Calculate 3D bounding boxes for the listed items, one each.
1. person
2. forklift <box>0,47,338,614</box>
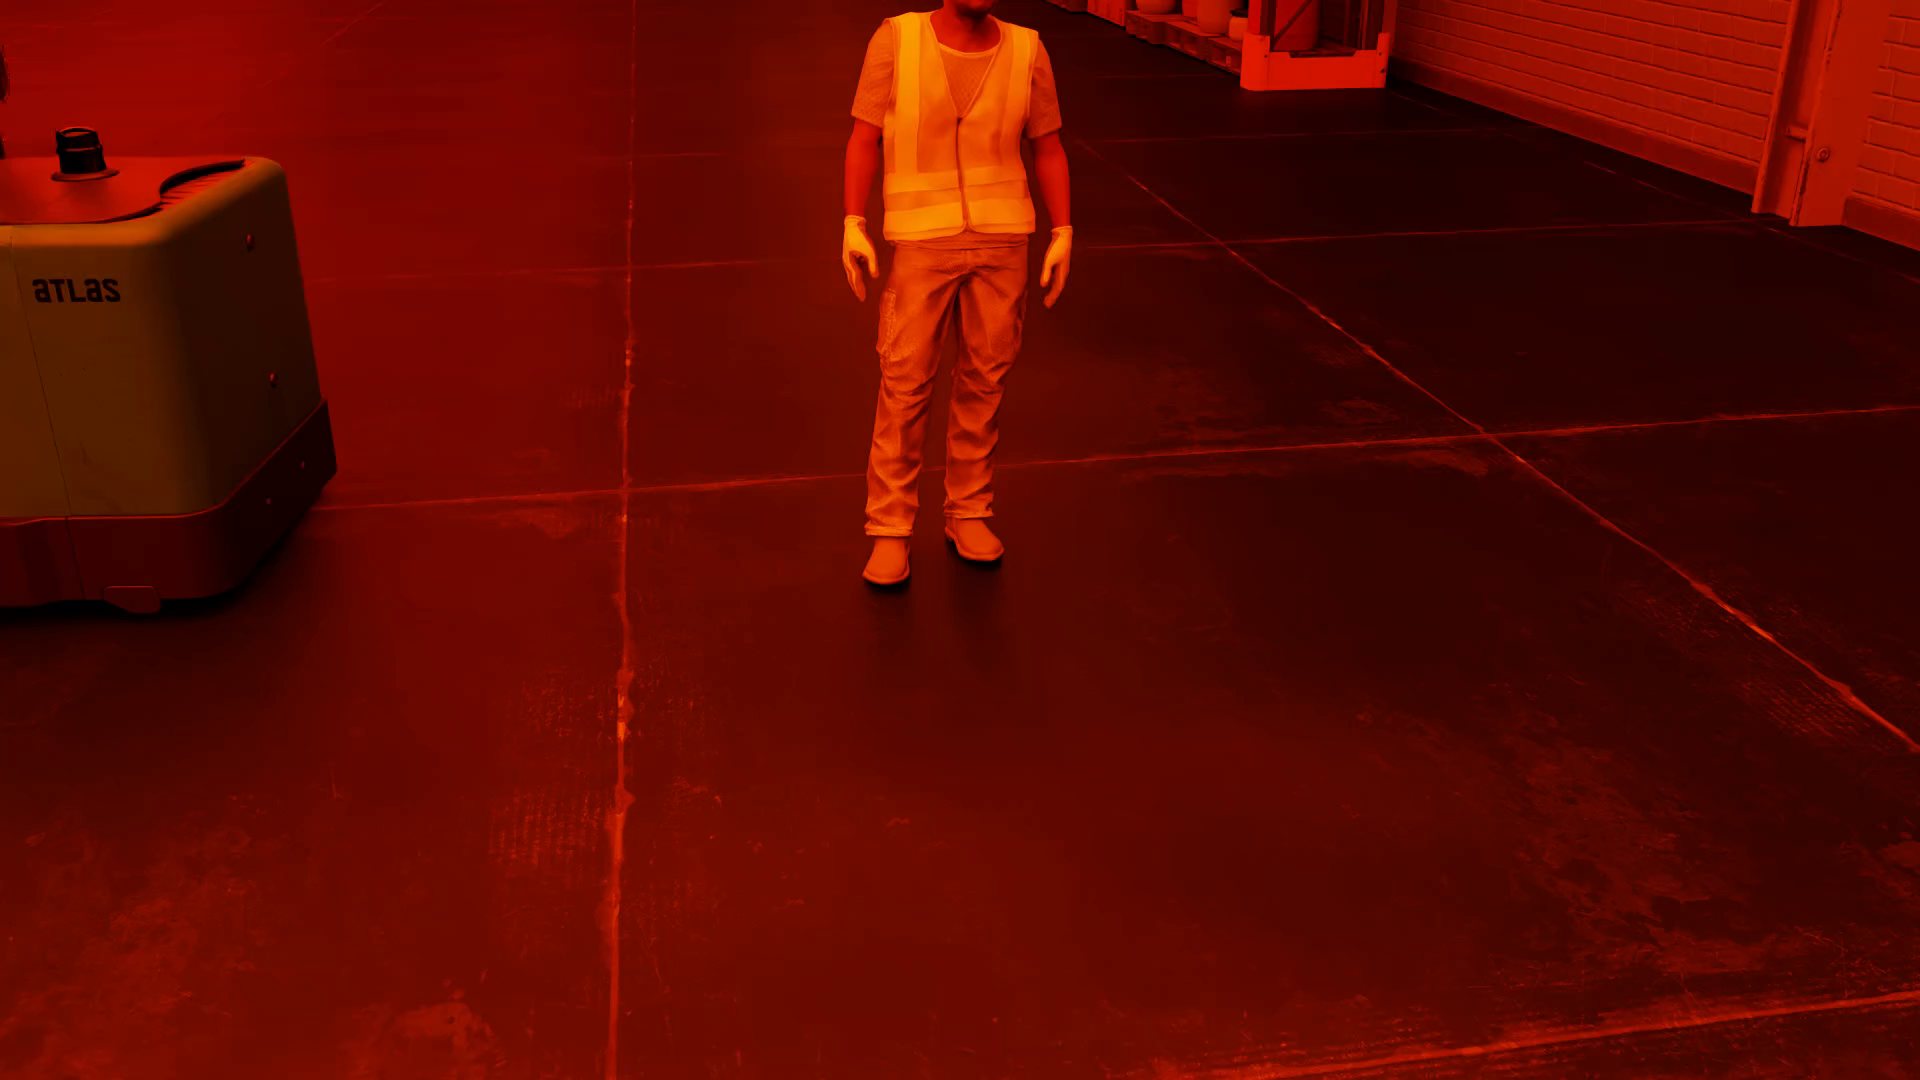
[{"bbox_3d":[0.004,-0.797,4.604,0.657,1.785,0.575,-4,24,-9],"label":"person"},{"bbox_3d":[-3.504,-1.309,4.360,3.031,2.935,1.130,-1,23,-2],"label":"forklift"}]
